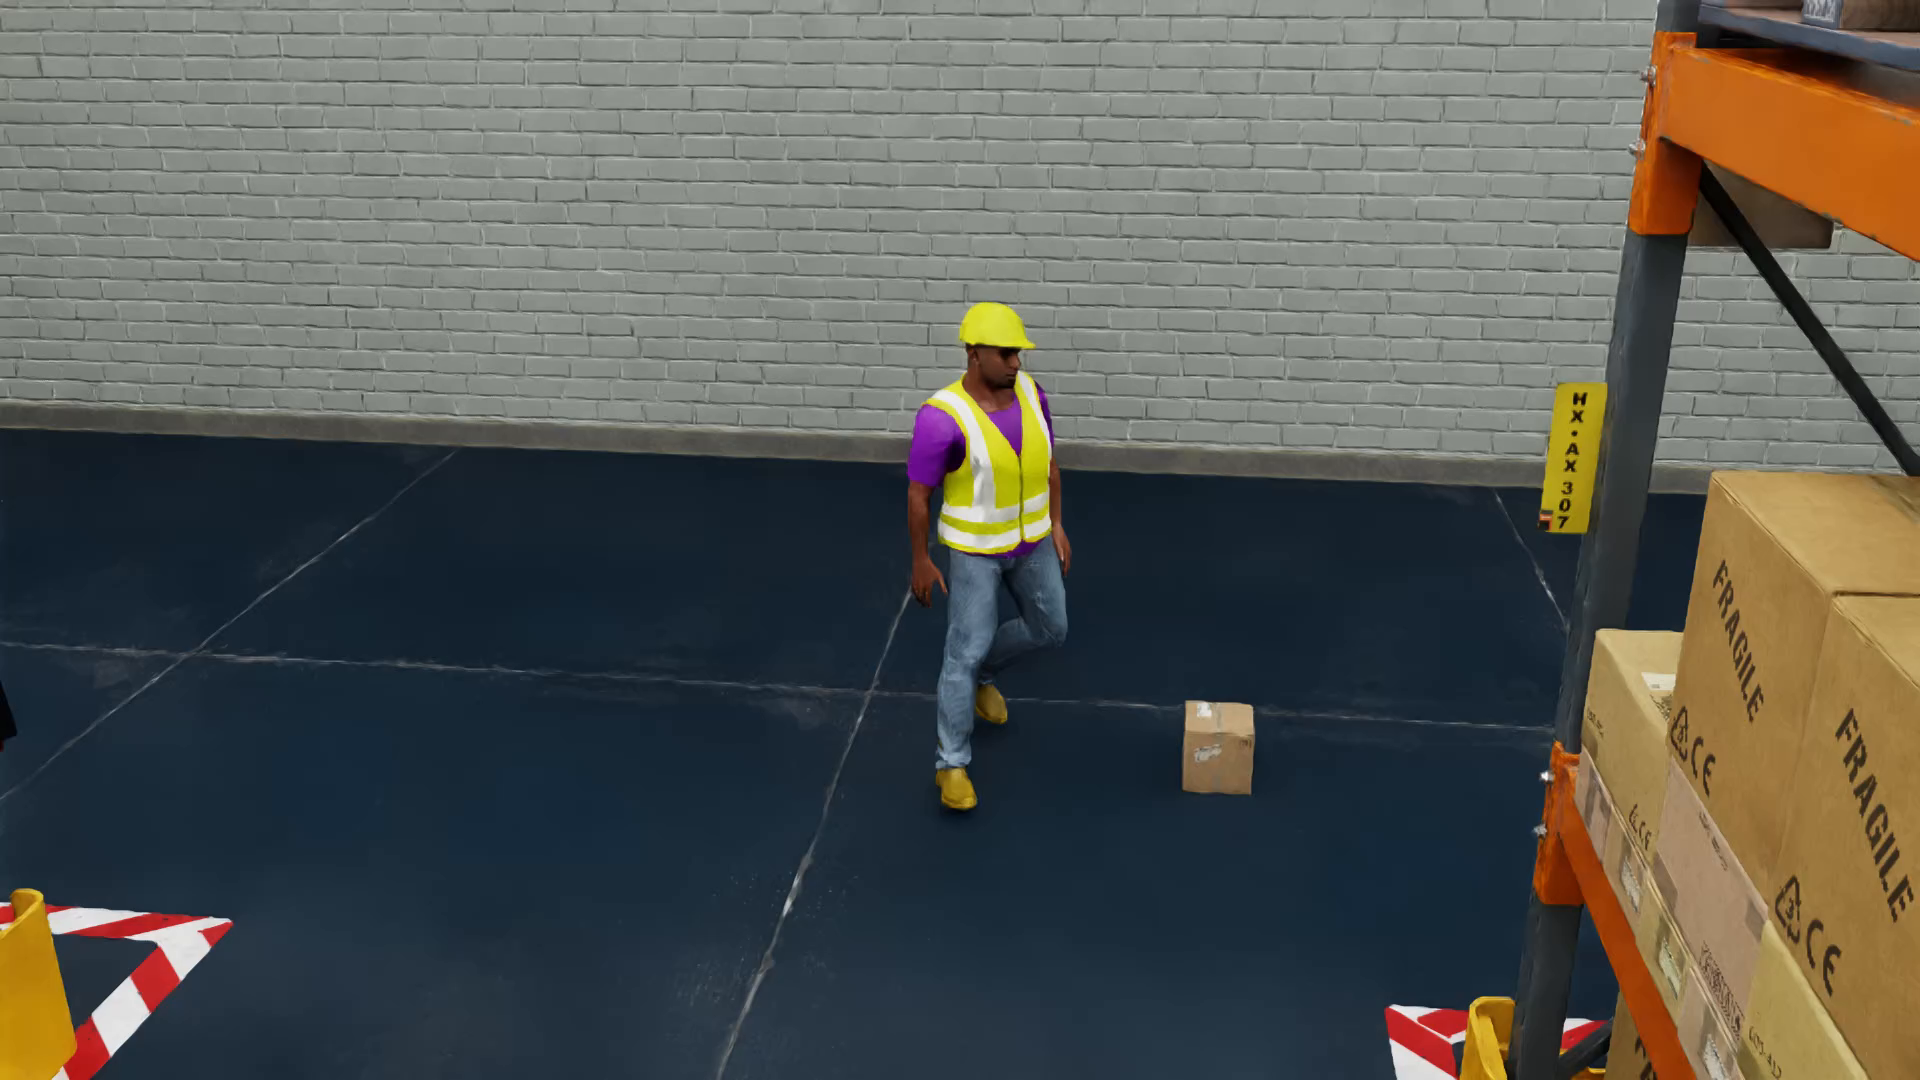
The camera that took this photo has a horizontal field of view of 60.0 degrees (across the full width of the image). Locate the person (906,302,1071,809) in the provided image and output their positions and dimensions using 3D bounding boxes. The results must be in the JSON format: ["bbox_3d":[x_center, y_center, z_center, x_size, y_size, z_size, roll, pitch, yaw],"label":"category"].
[{"bbox_3d":[0.068,0.008,5.984,0.658,1.761,0.624,-16,26,-35],"label":"person"}]
